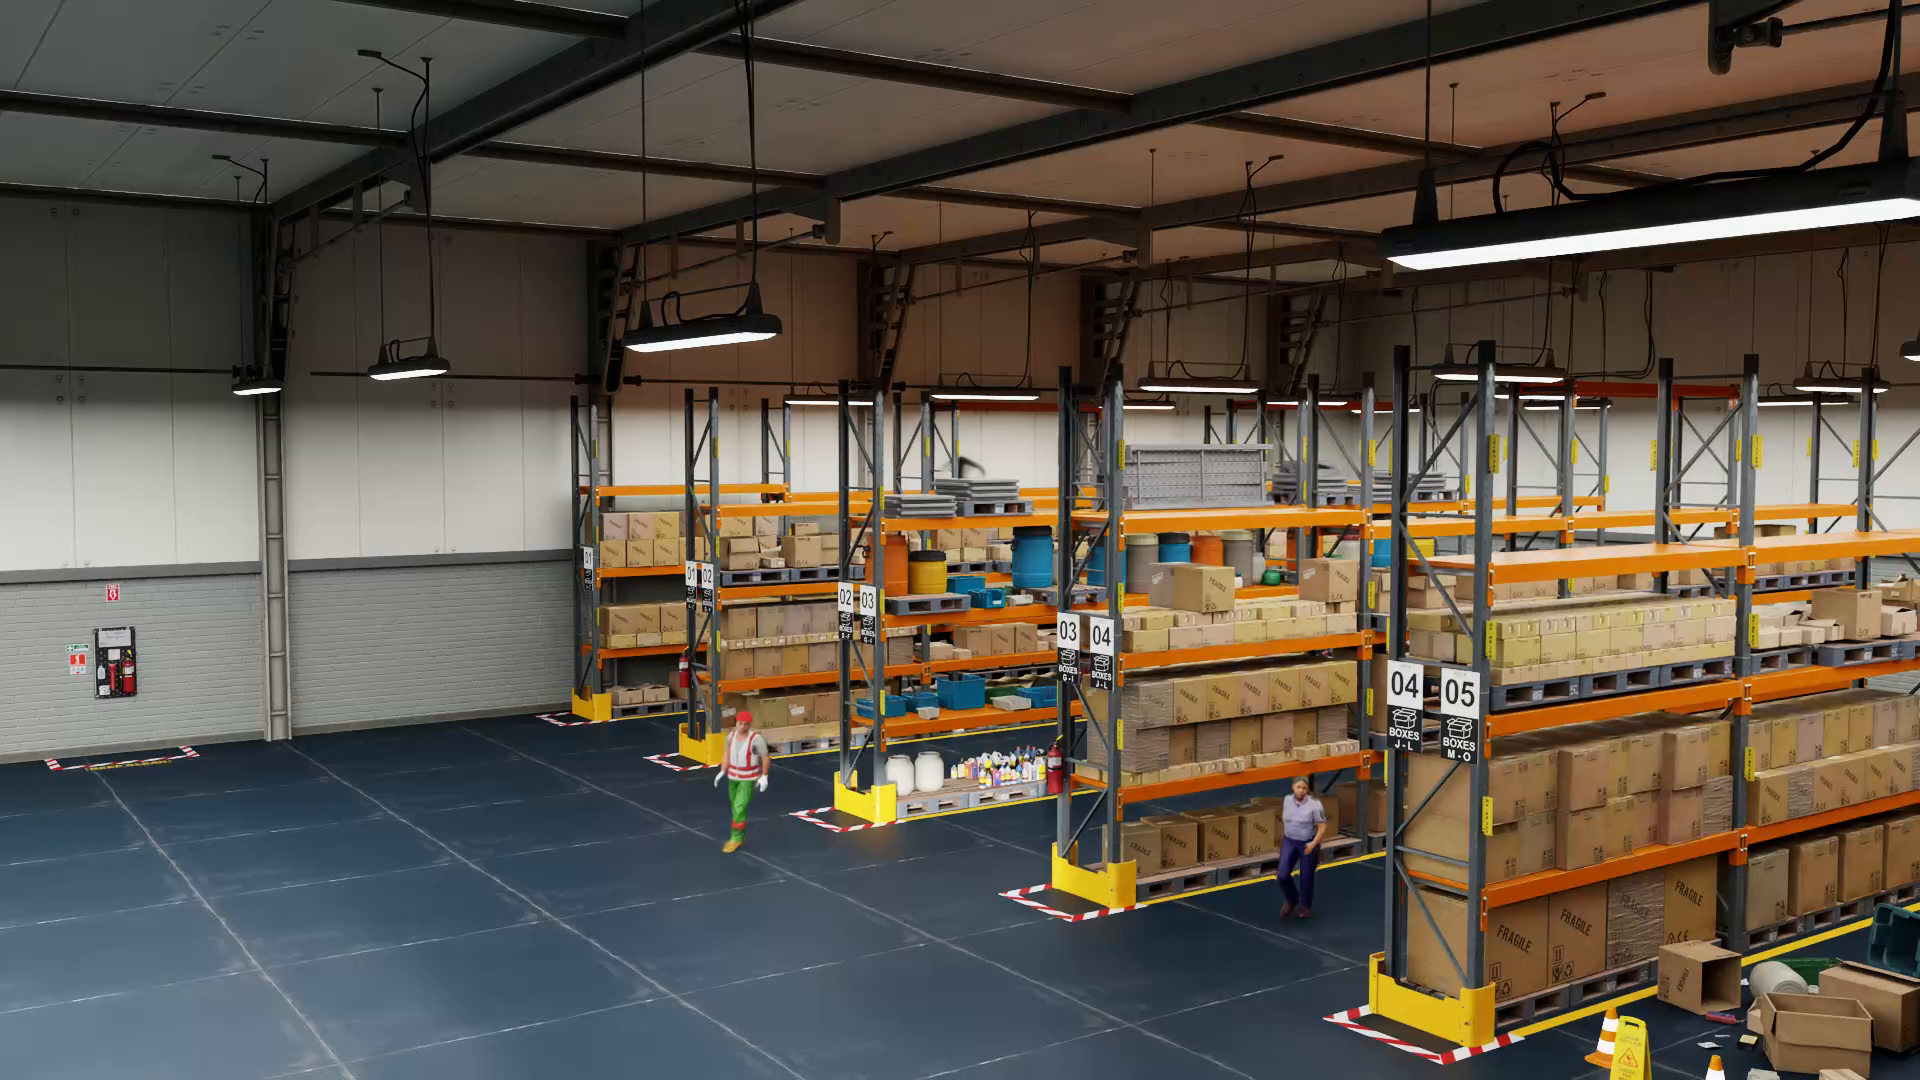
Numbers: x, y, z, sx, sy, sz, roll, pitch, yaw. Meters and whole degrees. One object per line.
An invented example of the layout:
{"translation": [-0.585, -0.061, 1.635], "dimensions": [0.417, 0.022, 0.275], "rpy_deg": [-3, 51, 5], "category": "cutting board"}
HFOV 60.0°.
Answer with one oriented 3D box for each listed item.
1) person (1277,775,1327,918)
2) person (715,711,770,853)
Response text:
{"translation": [3.648, 3.287, 17.750], "dimensions": [0.562, 1.594, 0.796], "rpy_deg": [2, 4, 25], "category": "person"}
{"translation": [-2.719, 2.999, 20.857], "dimensions": [0.614, 1.752, 0.630], "rpy_deg": [2, 4, 26], "category": "person"}
